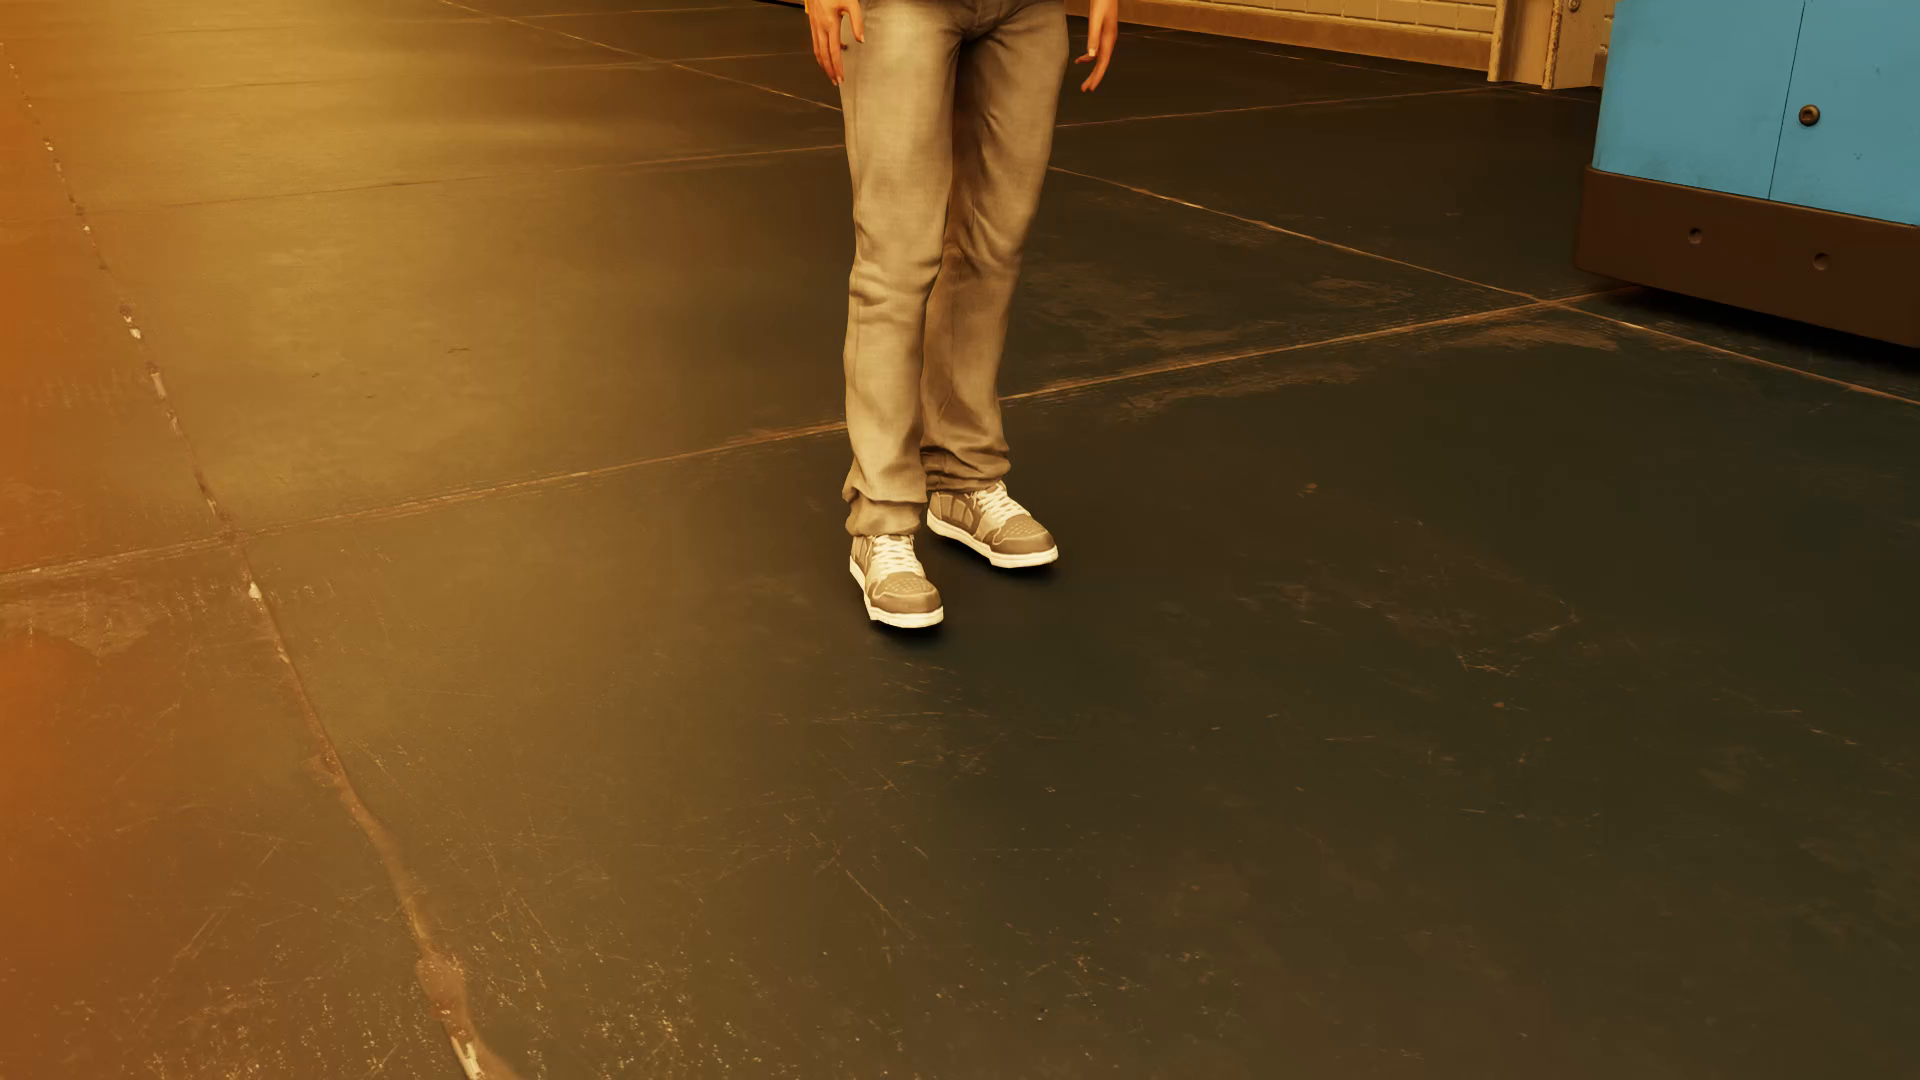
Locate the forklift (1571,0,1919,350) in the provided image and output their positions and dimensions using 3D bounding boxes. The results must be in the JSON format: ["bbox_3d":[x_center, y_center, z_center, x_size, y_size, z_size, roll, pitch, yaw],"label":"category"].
[{"bbox_3d":[3.020,-2.110,3.917,3.031,2.935,1.130,-14,26,-30],"label":"forklift"}]

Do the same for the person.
[{"bbox_3d":[0.025,-0.719,2.263,0.521,1.596,0.475,-12,25,-28],"label":"person"}]
